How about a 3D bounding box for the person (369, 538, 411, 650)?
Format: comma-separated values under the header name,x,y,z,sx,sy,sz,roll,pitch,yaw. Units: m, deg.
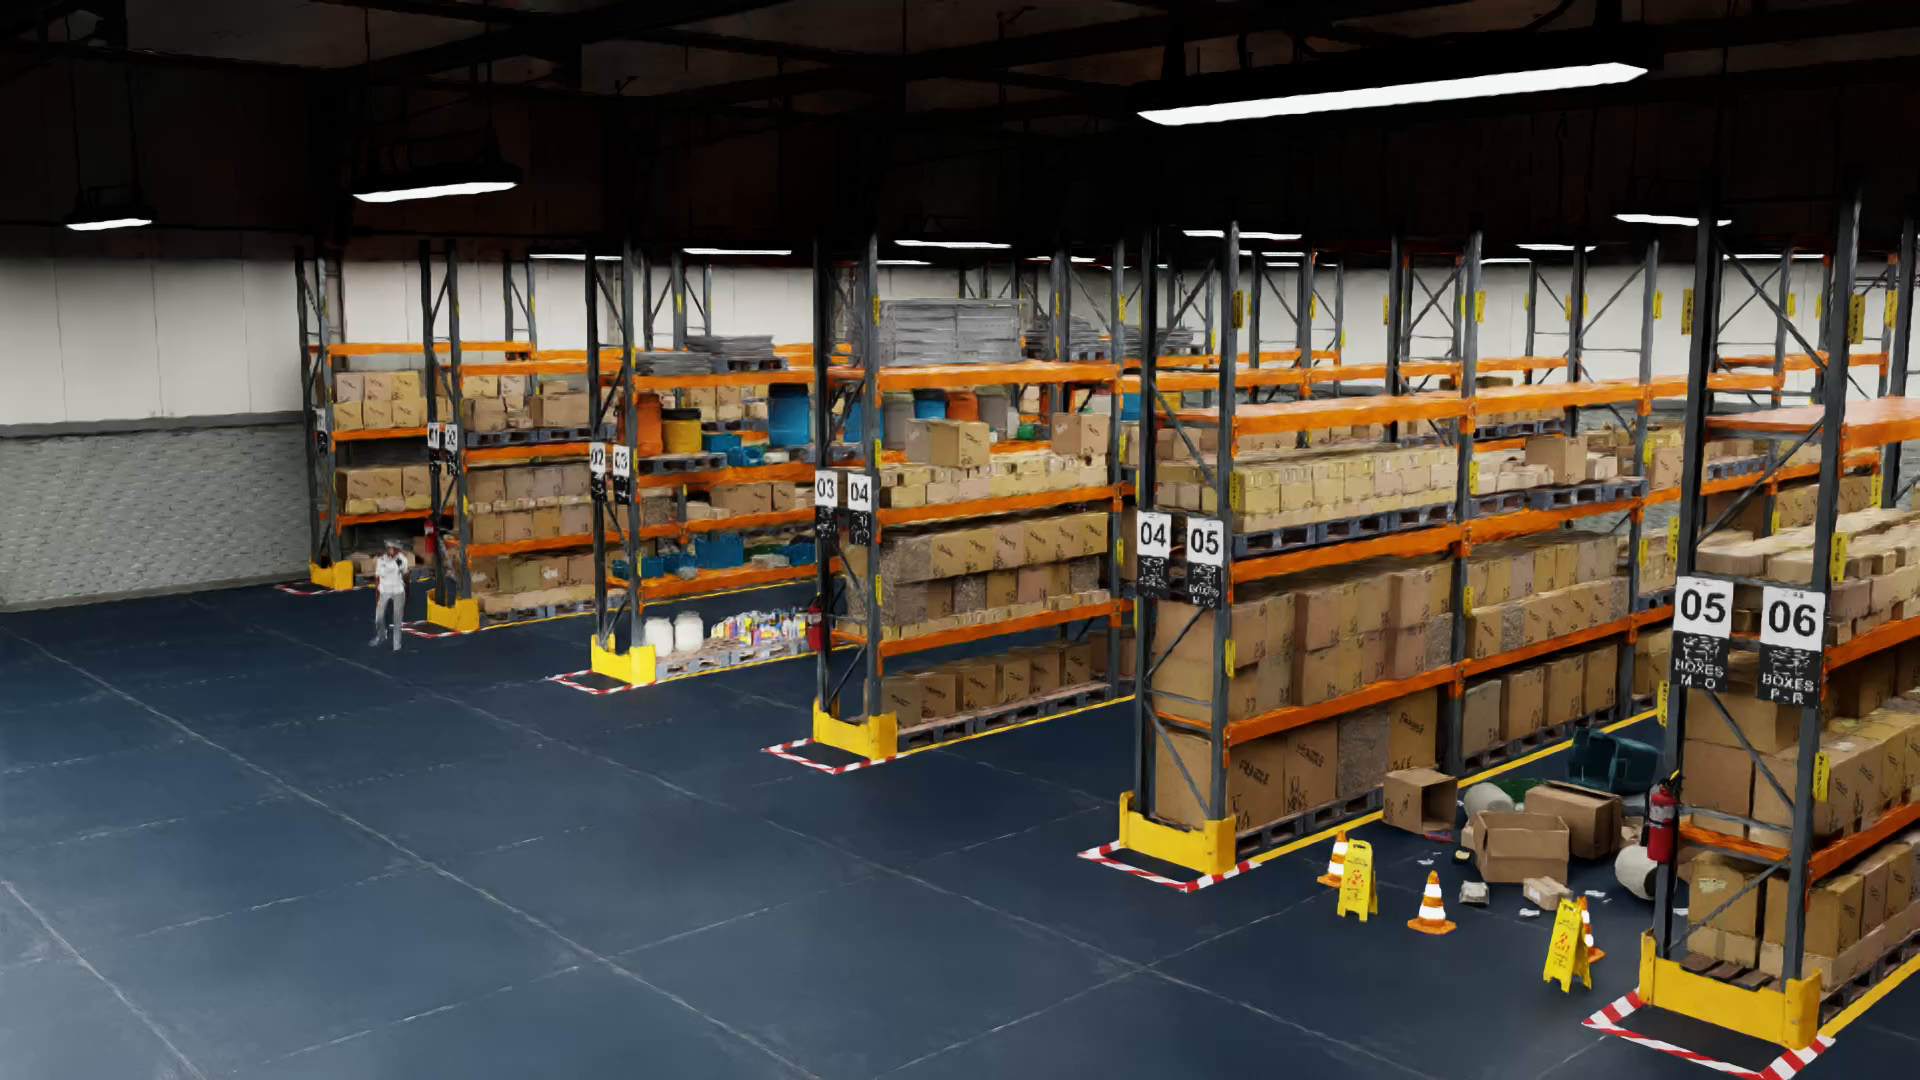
name,x,y,z,sx,sy,sz,roll,pitch,yaw
person,-8.363,0.781,24.326,0.628,1.655,0.459,-2,9,-16
